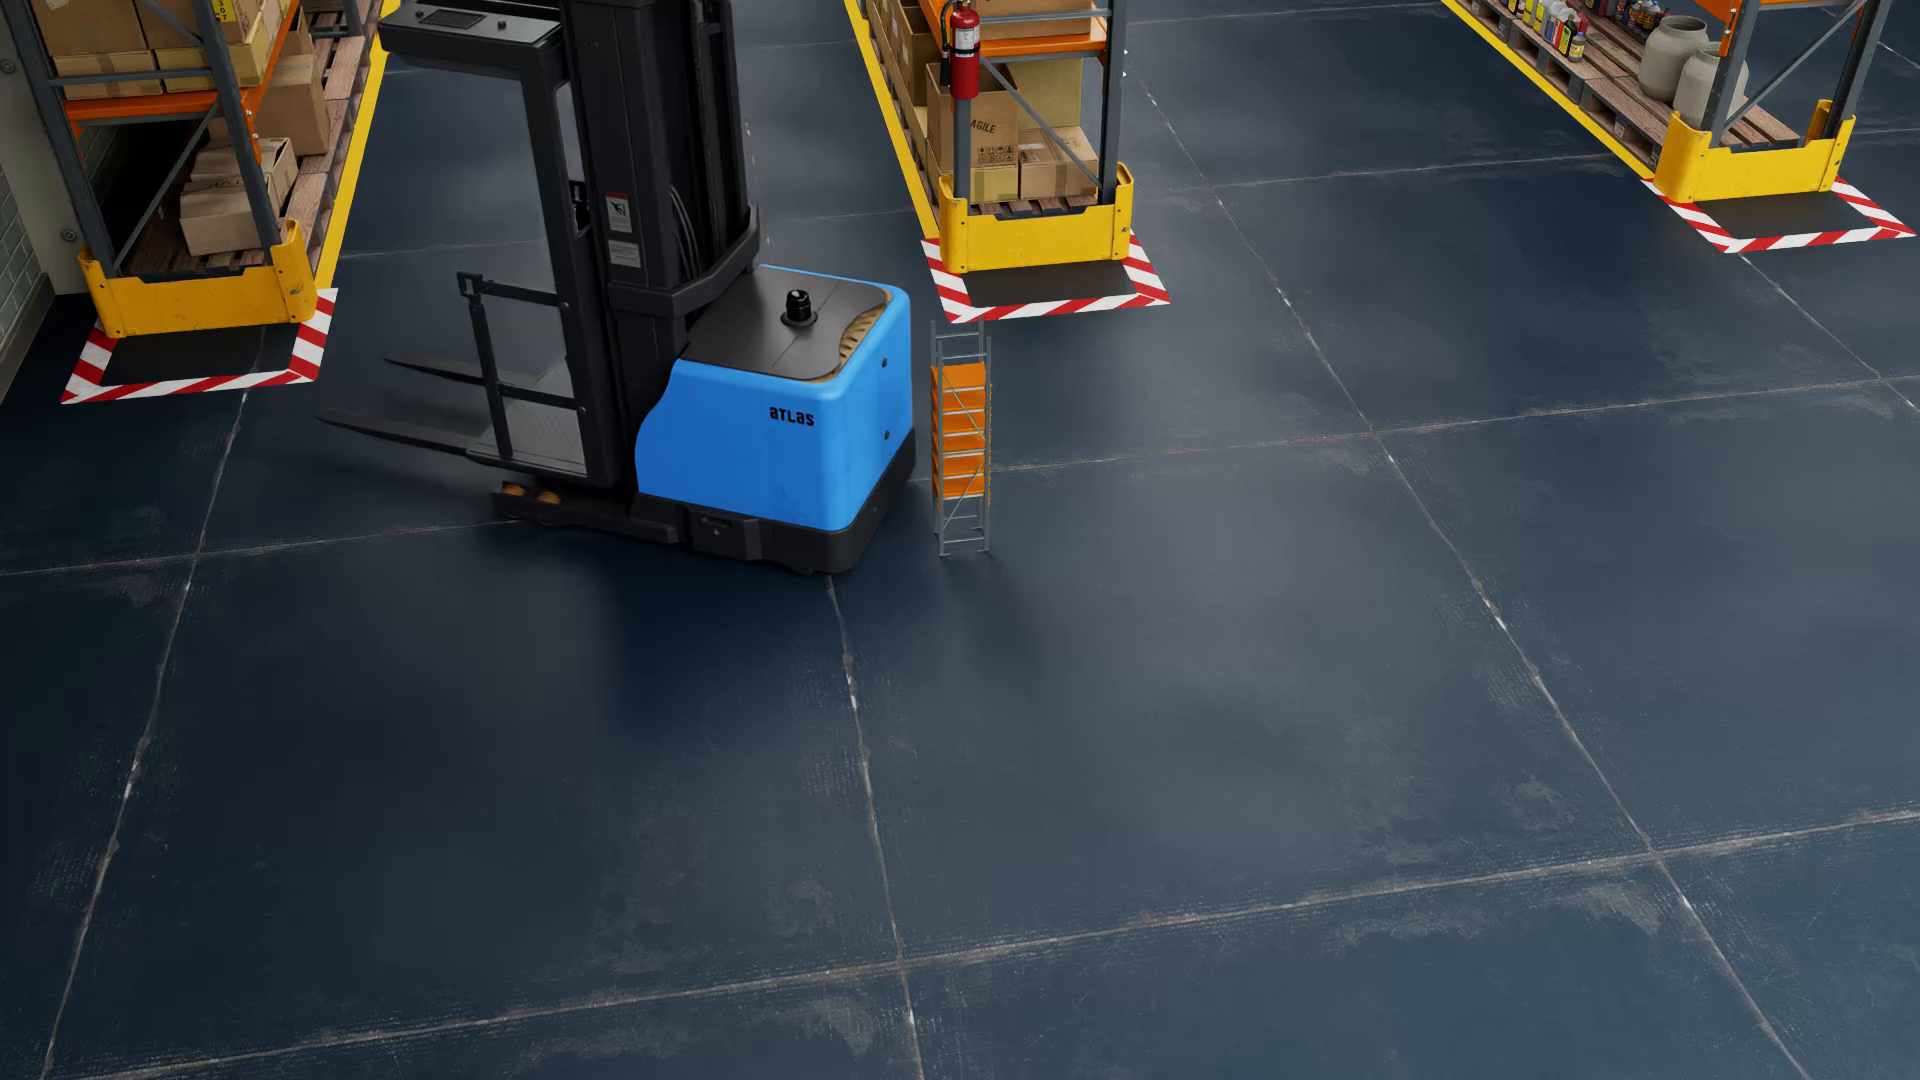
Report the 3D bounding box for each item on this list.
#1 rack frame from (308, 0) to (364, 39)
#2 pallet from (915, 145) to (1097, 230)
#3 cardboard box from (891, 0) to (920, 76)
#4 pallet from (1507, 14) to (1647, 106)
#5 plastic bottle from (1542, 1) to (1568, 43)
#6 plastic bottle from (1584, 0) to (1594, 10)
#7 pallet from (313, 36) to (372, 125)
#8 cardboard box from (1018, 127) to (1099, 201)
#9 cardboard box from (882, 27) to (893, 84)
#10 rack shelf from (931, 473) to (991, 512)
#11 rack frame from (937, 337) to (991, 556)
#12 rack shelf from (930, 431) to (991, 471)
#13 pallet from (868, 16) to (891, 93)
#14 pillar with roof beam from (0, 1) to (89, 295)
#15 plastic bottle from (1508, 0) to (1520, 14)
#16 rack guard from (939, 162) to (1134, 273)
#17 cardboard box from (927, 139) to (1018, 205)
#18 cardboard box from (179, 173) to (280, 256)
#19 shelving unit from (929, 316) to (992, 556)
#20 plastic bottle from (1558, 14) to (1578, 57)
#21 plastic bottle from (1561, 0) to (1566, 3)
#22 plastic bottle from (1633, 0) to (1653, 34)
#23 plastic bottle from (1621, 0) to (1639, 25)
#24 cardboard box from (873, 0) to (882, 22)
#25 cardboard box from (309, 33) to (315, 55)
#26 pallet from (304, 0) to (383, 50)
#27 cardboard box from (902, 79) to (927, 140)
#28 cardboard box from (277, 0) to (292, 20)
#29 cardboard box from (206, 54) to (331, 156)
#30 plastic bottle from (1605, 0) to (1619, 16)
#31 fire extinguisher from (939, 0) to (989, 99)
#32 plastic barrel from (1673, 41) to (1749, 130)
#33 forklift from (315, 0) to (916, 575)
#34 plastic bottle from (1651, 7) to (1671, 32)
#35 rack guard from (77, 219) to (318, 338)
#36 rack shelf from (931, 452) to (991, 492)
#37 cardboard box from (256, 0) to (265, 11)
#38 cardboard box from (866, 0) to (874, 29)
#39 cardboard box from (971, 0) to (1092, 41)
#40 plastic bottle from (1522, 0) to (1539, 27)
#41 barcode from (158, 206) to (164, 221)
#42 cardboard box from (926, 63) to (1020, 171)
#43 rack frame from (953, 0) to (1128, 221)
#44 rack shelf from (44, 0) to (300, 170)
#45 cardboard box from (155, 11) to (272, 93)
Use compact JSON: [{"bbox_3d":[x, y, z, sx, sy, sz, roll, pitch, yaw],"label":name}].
[{"bbox_3d":[-5.116,-4.887,11.995,1.000,3.000,0.127,-6,38,-8],"label":"rack frame"},{"bbox_3d":[0.287,-2.362,11.018,1.003,0.211,1.213,-6,38,-8],"label":"pallet"},{"bbox_3d":[-0.201,-3.578,11.599,0.500,0.500,0.500,-6,38,-8],"label":"cardboard box"},{"bbox_3d":[4.932,-3.702,12.744,1.003,0.211,1.213,-6,38,-8],"label":"pallet"},{"bbox_3d":[4.544,-3.935,12.632,0.152,0.276,0.135,-7,38,-9],"label":"plastic bottle"},{"bbox_3d":[5.028,-4.358,13.170,0.061,0.283,0.133,-6,38,-8],"label":"plastic bottle"},{"bbox_3d":[-4.963,-3.384,12.333,1.003,0.211,1.213,-6,38,-8],"label":"pallet"},{"bbox_3d":[0.587,-2.433,10.736,0.500,0.250,0.500,-6,38,-8],"label":"cardboard box"},{"bbox_3d":[-0.291,-3.584,12.217,0.500,0.250,0.500,-6,38,-8],"label":"cardboard box"},{"bbox_3d":[0.003,-0.240,7.945,0.258,0.103,0.180,-6,38,-8],"label":"rack shelf"},{"bbox_3d":[0.019,-0.410,7.699,0.240,1.200,0.006,-6,38,-8],"label":"rack frame"},{"bbox_3d":[0.003,-0.430,7.798,0.258,0.103,0.180,-6,38,-8],"label":"rack shelf"},{"bbox_3d":[-0.141,-3.836,12.915,1.003,0.211,1.213,-6,38,-8],"label":"pallet"},{"bbox_3d":[-1.151,-5.632,8.065,9.100,9.000,0.400,-6,38,-8],"label":"pillar with roof beam"},{"bbox_3d":[4.392,-4.303,13.099,0.061,0.283,0.133,-5,38,-6],"label":"plastic bottle"},{"bbox_3d":[0.466,-2.004,10.322,1.175,0.500,0.348,-6,38,-8],"label":"rack guard"},{"bbox_3d":[0.077,-2.378,10.665,0.500,0.250,0.500,-6,38,-8],"label":"cardboard box"},{"bbox_3d":[-4.447,-2.010,10.125,0.500,0.311,0.500,-10,39,-13],"label":"cardboard box"},{"bbox_3d":[0.003,-0.465,7.771,0.258,1.200,0.189,-6,38,-8],"label":"shelving unit"},{"bbox_3d":[4.547,-3.768,12.410,0.061,0.283,0.133,-5,38,-7],"label":"plastic bottle"},{"bbox_3d":[4.620,-4.178,12.945,0.152,0.276,0.135,-6,38,-8],"label":"plastic bottle"},{"bbox_3d":[5.250,-4.029,12.756,0.097,0.271,0.097,0,38,0],"label":"plastic bottle"},{"bbox_3d":[5.215,-4.151,12.913,0.097,0.271,0.097,0,38,0],"label":"plastic bottle"},{"bbox_3d":[-0.371,-4.183,12.377,0.500,0.500,0.500,-6,38,-8],"label":"cardboard box"},{"bbox_3d":[-4.992,-3.622,12.317,0.380,0.166,0.250,-11,39,-14],"label":"cardboard box"},{"bbox_3d":[-5.254,-4.255,13.455,1.003,0.211,1.213,-6,38,-8],"label":"pallet"},{"bbox_3d":[-0.112,-2.980,11.440,0.500,0.250,0.500,-6,38,-8],"label":"cardboard box"},{"bbox_3d":[-4.376,-3.369,10.147,0.500,0.250,0.500,-7,38,-9],"label":"cardboard box"},{"bbox_3d":[-4.627,-2.878,11.088,0.700,0.500,0.500,-9,39,-11],"label":"cardboard box"},{"bbox_3d":[5.149,-4.283,13.079,0.152,0.276,0.135,-6,38,-7],"label":"plastic bottle"},{"bbox_3d":[0.025,-2.854,9.441,0.296,0.674,0.183,-6,38,-8],"label":"fire extinguisher"},{"bbox_3d":[5.148,-3.109,11.392,0.421,0.512,0.421,0,38,0],"label":"plastic barrel"},{"bbox_3d":[-1.801,-1.524,7.722,3.031,2.935,1.130,11,39,14],"label":"forklift"},{"bbox_3d":[5.306,-3.905,12.586,0.061,0.283,0.133,-6,38,-7],"label":"plastic bottle"},{"bbox_3d":[-4.428,-1.529,9.711,1.175,0.500,0.348,-6,38,-8],"label":"rack guard"},{"bbox_3d":[0.003,-0.335,7.871,0.258,0.103,0.180,-6,38,-8],"label":"rack shelf"},{"bbox_3d":[-4.279,-3.336,9.493,0.500,0.500,0.500,-6,38,-8],"label":"cardboard box"},{"bbox_3d":[-0.457,-4.189,12.996,0.500,0.250,0.500,-6,38,-8],"label":"cardboard box"},{"bbox_3d":[0.393,-3.328,9.908,0.700,0.500,0.500,-6,38,-8],"label":"cardboard box"},{"bbox_3d":[4.478,-4.177,12.882,0.144,0.351,0.185,-7,38,-8],"label":"plastic bottle"},{"bbox_3d":[-4.844,-1.982,10.081,0.001,0.075,0.075,-6,38,-8],"label":"barcode"},{"bbox_3d":[0.075,-2.674,10.434,0.500,0.500,0.500,-6,38,-8],"label":"cardboard box"},{"bbox_3d":[0.462,-3.006,9.574,1.000,3.000,0.127,-6,38,-8],"label":"rack frame"},{"bbox_3d":[-4.765,-3.394,10.661,1.077,0.370,4.000,-6,38,-8],"label":"rack shelf"},{"bbox_3d":[-4.187,-2.748,9.348,0.500,0.250,0.500,-7,38,-9],"label":"cardboard box"}]
